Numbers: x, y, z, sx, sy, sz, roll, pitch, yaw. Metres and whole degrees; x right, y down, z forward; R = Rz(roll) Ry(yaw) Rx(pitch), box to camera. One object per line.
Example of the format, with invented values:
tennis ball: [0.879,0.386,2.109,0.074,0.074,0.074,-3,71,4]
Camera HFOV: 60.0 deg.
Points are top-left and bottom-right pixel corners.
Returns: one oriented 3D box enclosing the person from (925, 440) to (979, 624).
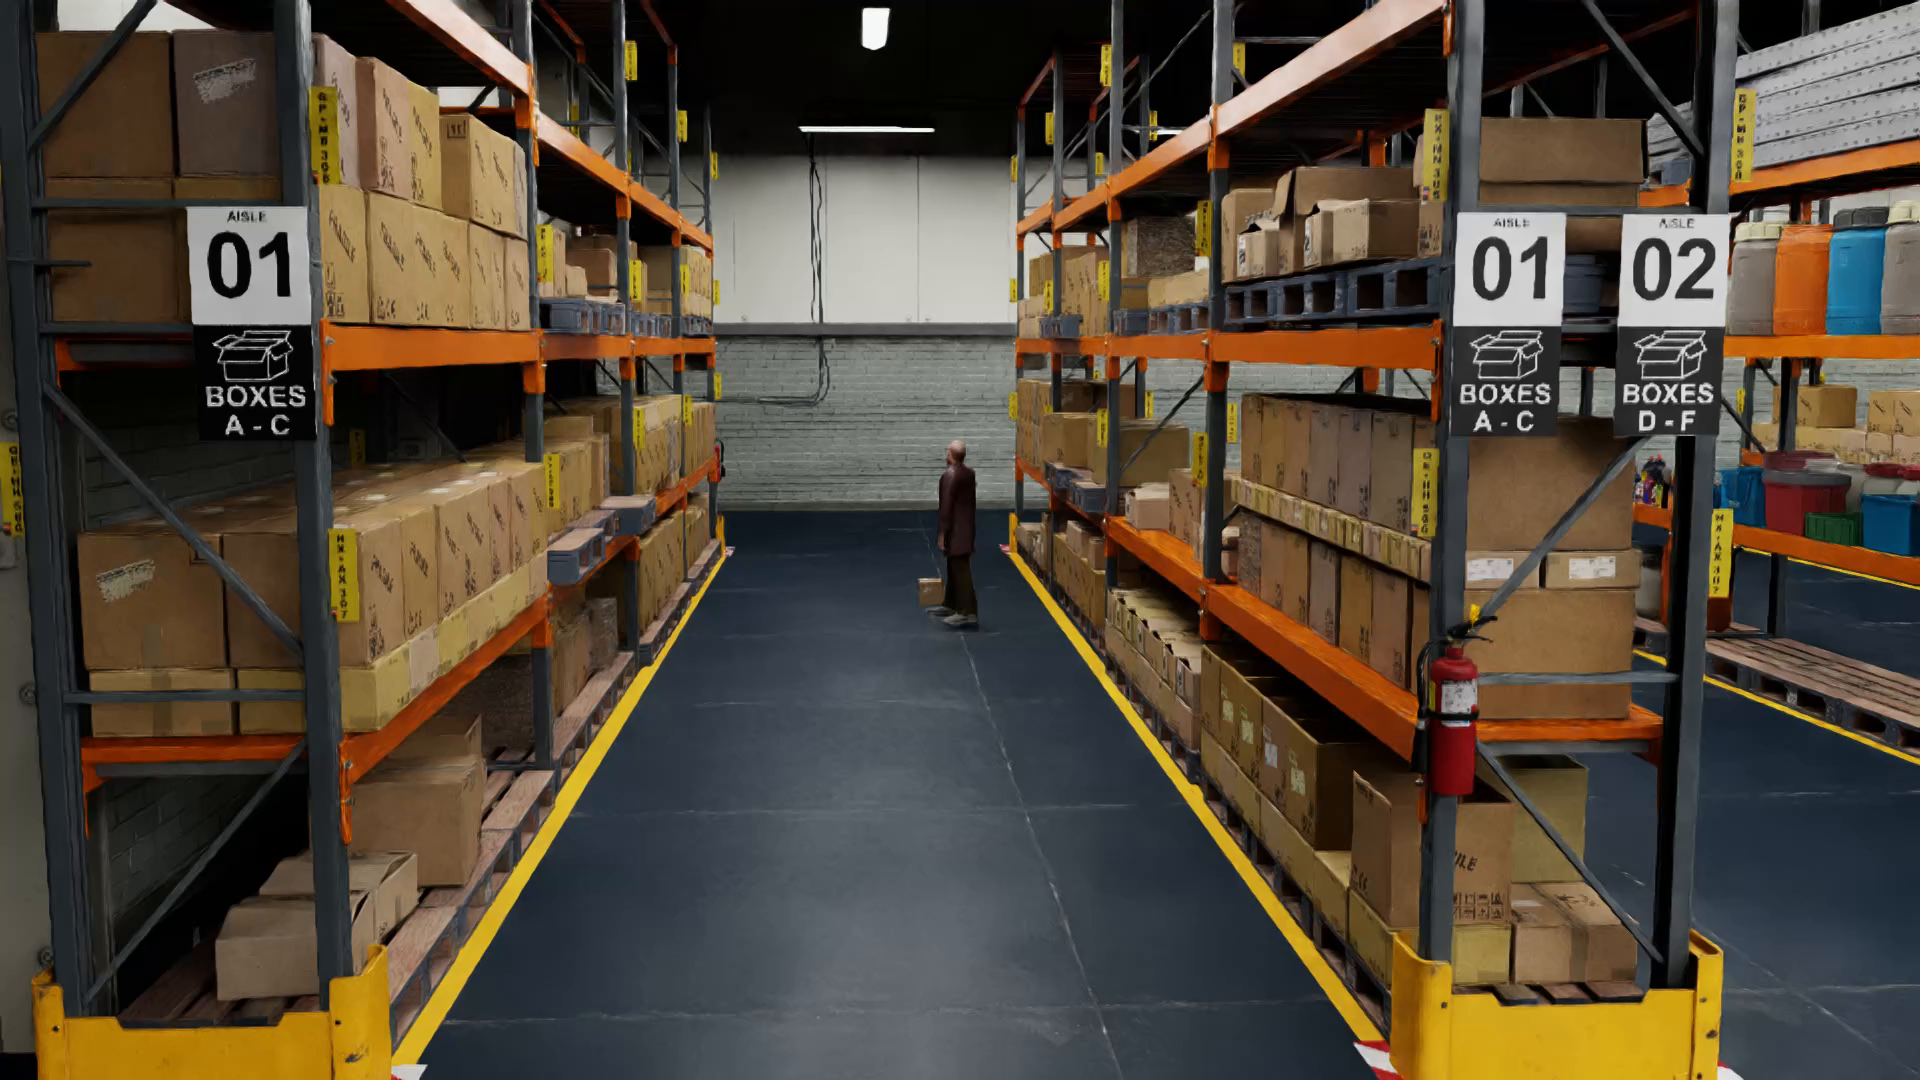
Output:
person: [-0.081,-0.092,16.343,0.636,1.777,0.683,2,7,20]
